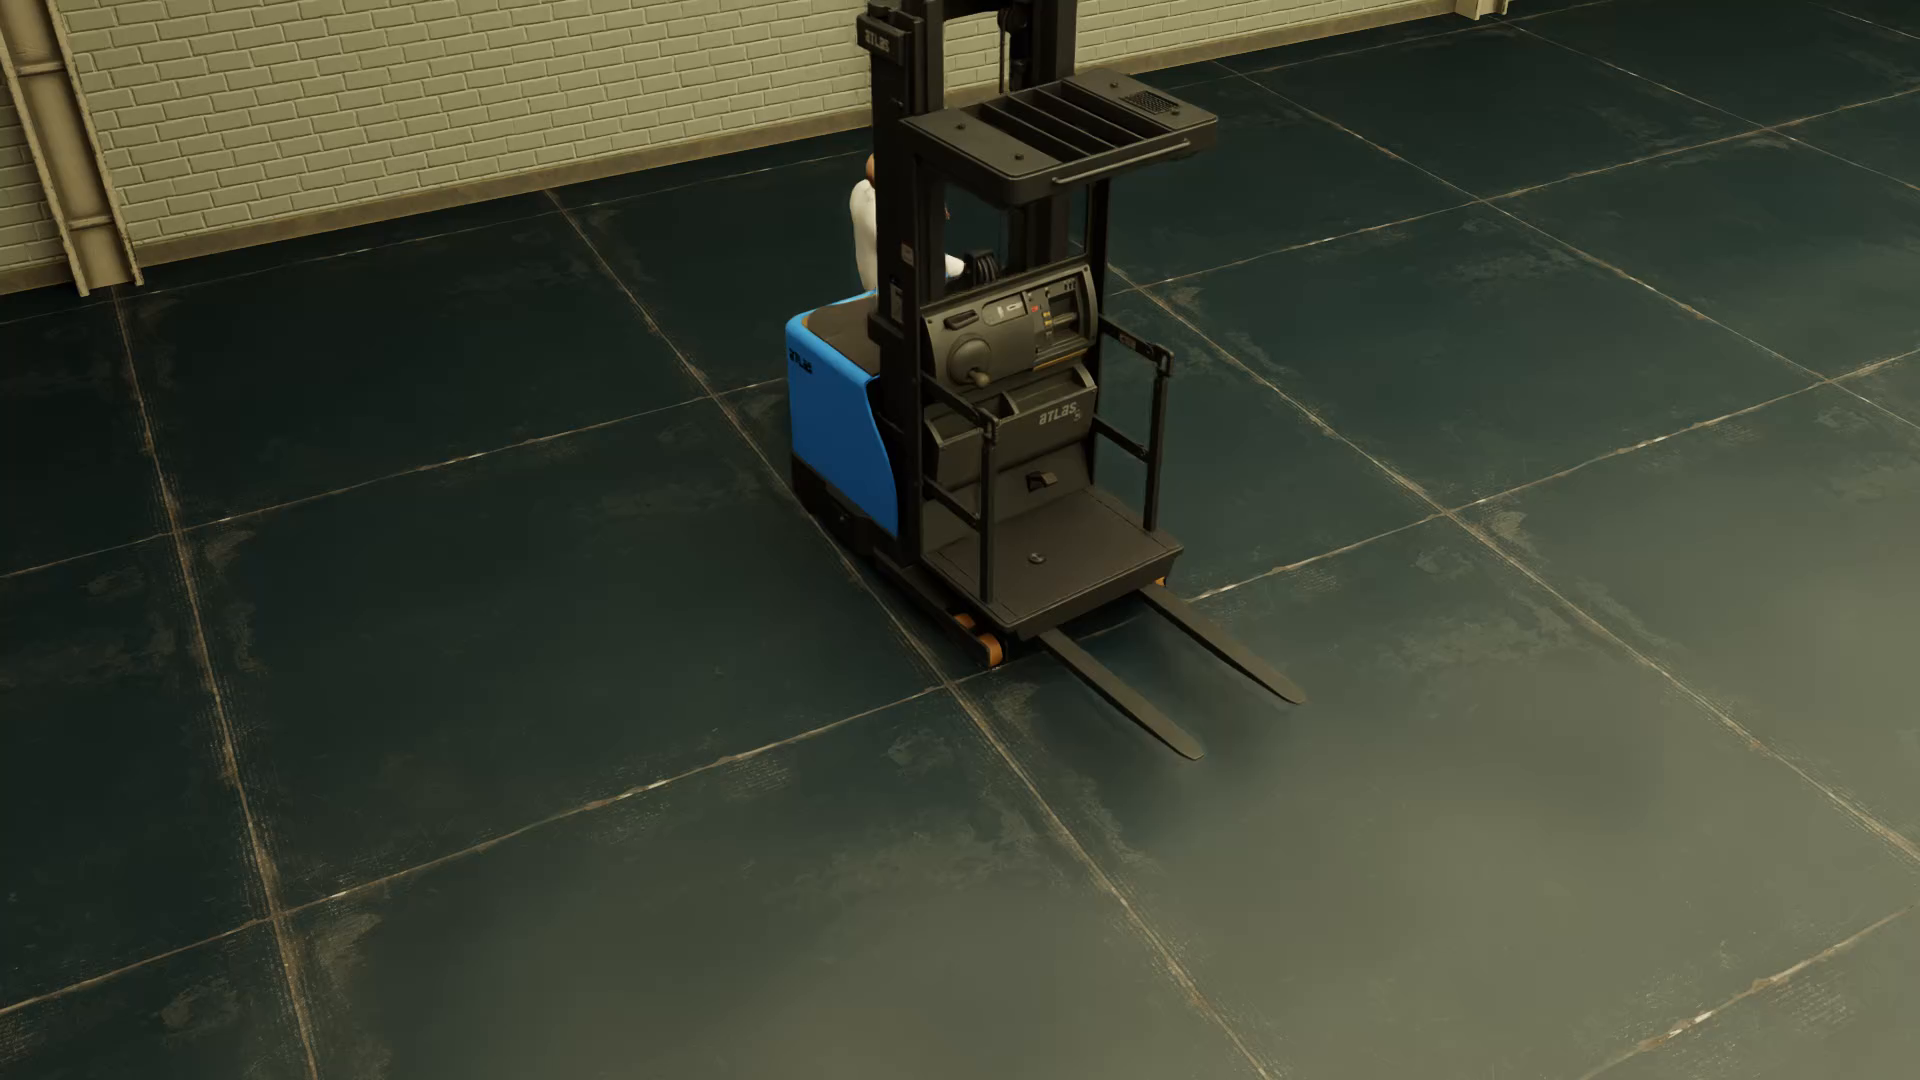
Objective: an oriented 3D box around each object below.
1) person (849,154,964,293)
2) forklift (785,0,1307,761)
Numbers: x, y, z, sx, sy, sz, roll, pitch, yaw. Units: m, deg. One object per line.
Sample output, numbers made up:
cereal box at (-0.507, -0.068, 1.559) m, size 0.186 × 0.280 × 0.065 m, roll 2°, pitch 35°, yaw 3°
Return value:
person at (-0.202, -1.446, 9.414) m, size 0.730 × 1.633 × 0.990 m, roll -16°, pitch 38°, yaw -22°
forklift at (0.367, -0.913, 7.415) m, size 1.130 × 2.935 × 3.031 m, roll -23°, pitch 41°, yaw -29°
